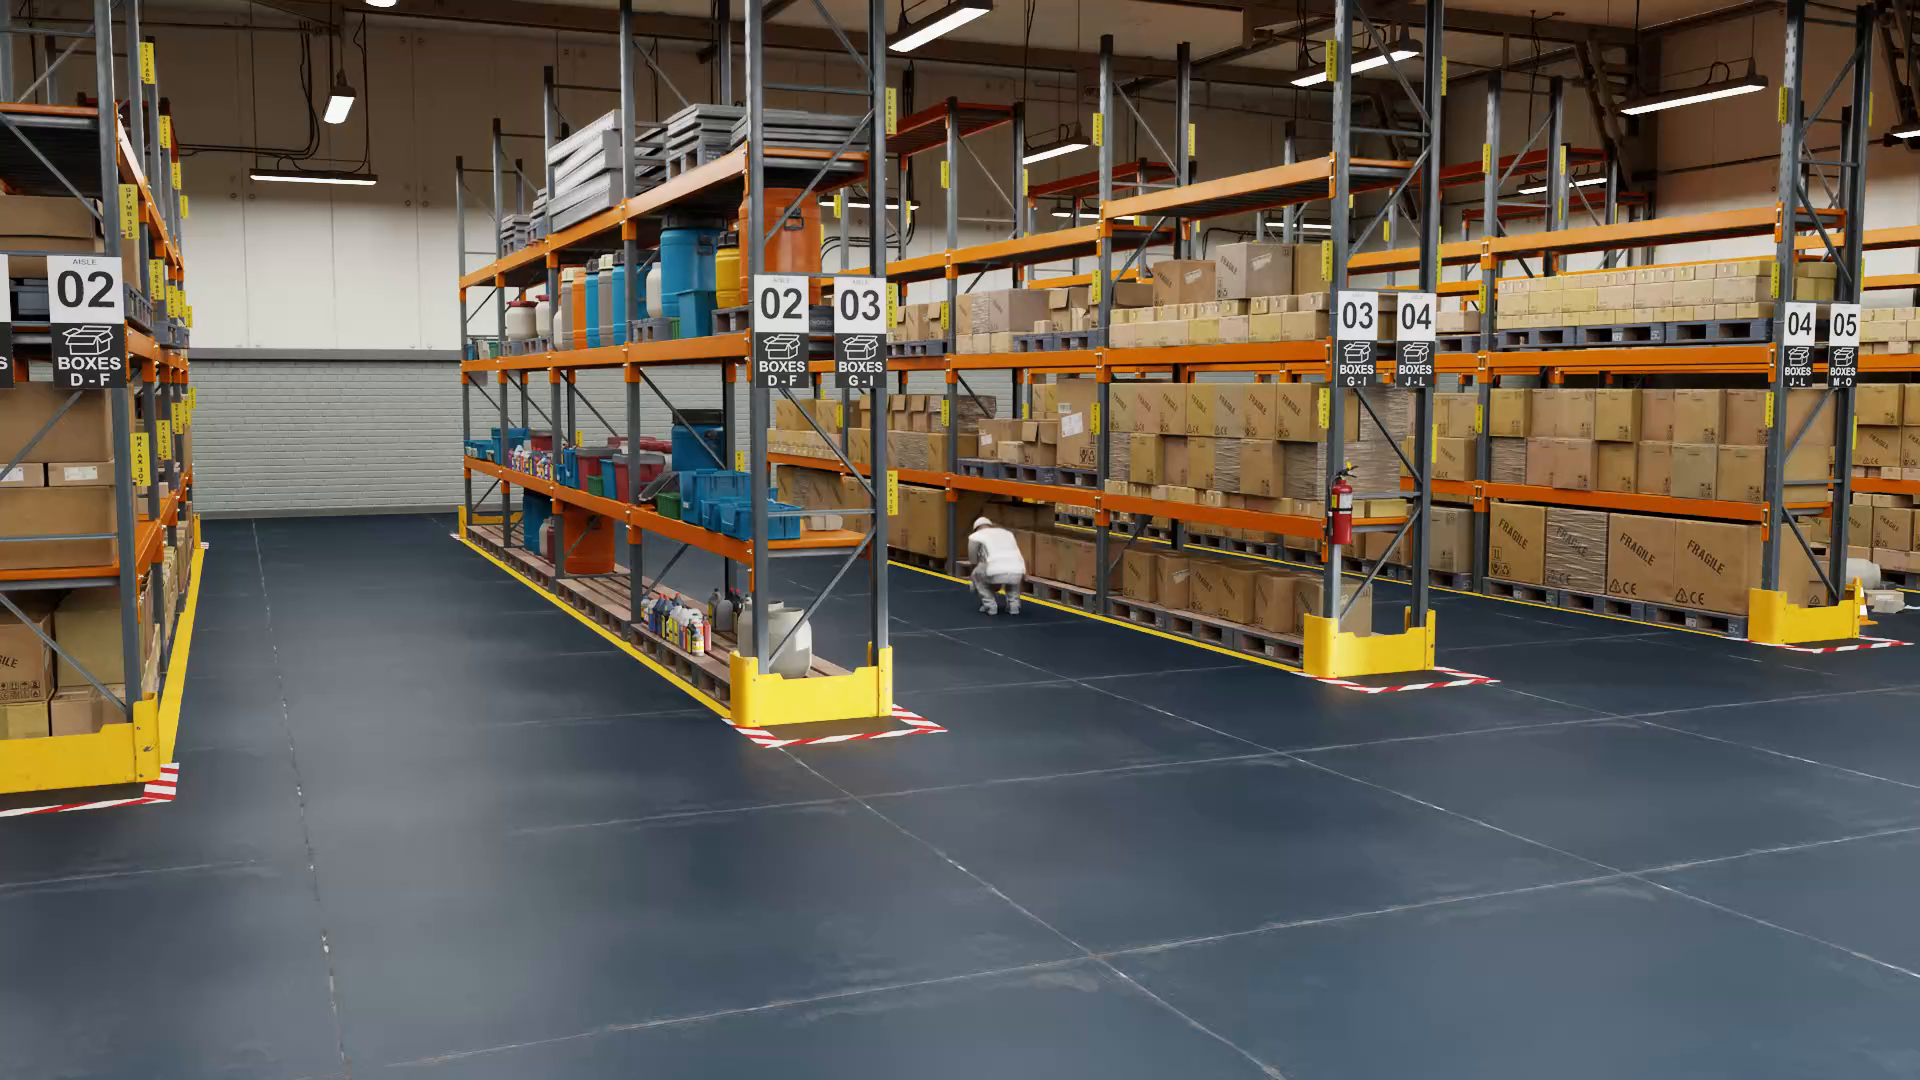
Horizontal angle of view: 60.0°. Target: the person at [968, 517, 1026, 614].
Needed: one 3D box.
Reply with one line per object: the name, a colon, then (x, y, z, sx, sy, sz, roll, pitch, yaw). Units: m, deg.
person: (0.367, 0.276, 17.886, 0.557, 1.004, 0.923, -2, 6, -18)
